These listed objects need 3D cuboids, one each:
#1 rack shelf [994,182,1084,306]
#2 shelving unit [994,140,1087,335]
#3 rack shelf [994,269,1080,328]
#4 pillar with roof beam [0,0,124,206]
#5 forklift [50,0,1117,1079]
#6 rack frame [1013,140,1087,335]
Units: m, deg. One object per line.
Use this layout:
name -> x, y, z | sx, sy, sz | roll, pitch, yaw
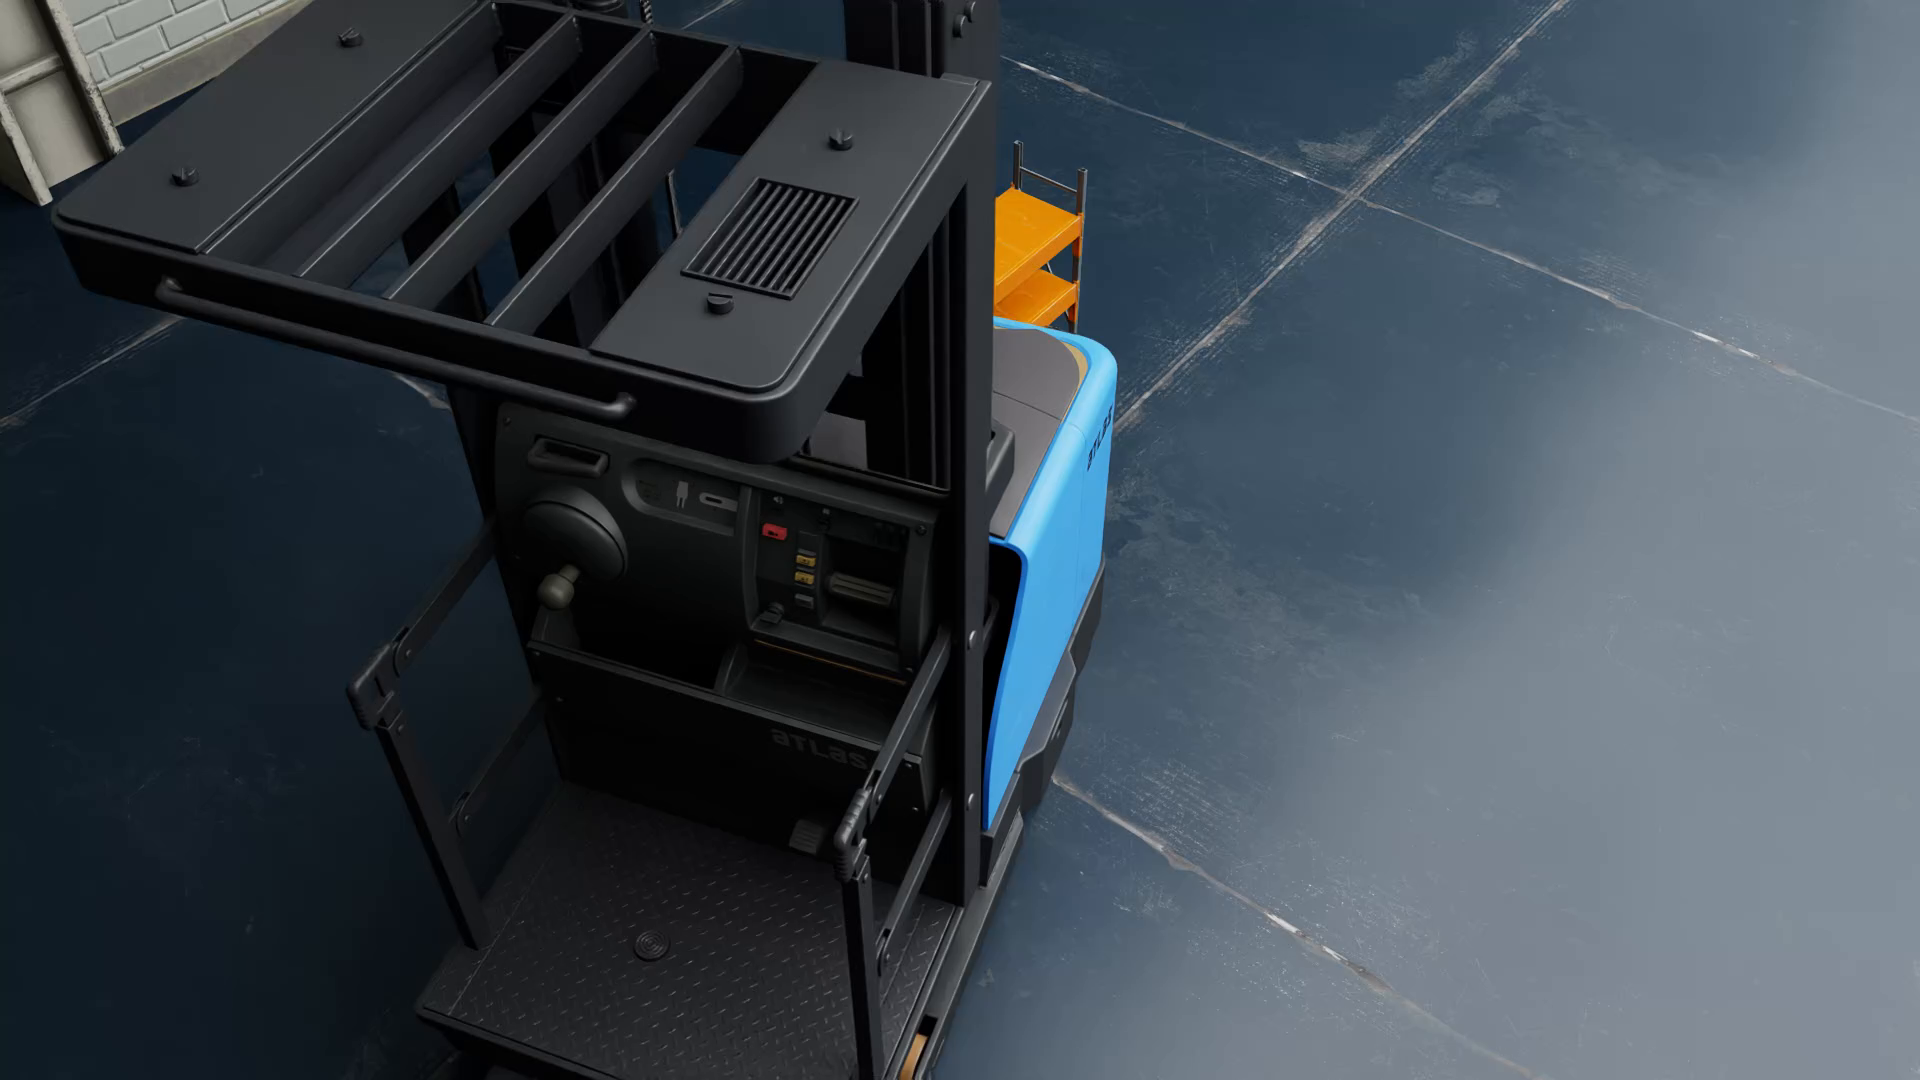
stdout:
rack shelf -> 0.101, -0.781, 4.622 | 0.258, 0.148, 0.480 | 29, 53, 25
shelving unit -> 0.101, -0.509, 4.907 | 0.258, 1.200, 0.503 | 29, 53, 25
rack shelf -> 0.101, -0.617, 4.794 | 0.258, 0.148, 0.480 | 29, 53, 25
pillar with roof beam -> -0.185, -2.689, 1.595 | 9.100, 9.000, 0.400 | 29, 53, 25
forklift -> -0.565, 0.106, 3.122 | 1.130, 2.935, 3.031 | 15, 48, 14
rack frame -> 0.250, -0.649, 5.040 | 0.240, 1.200, 0.015 | 29, 53, 25
